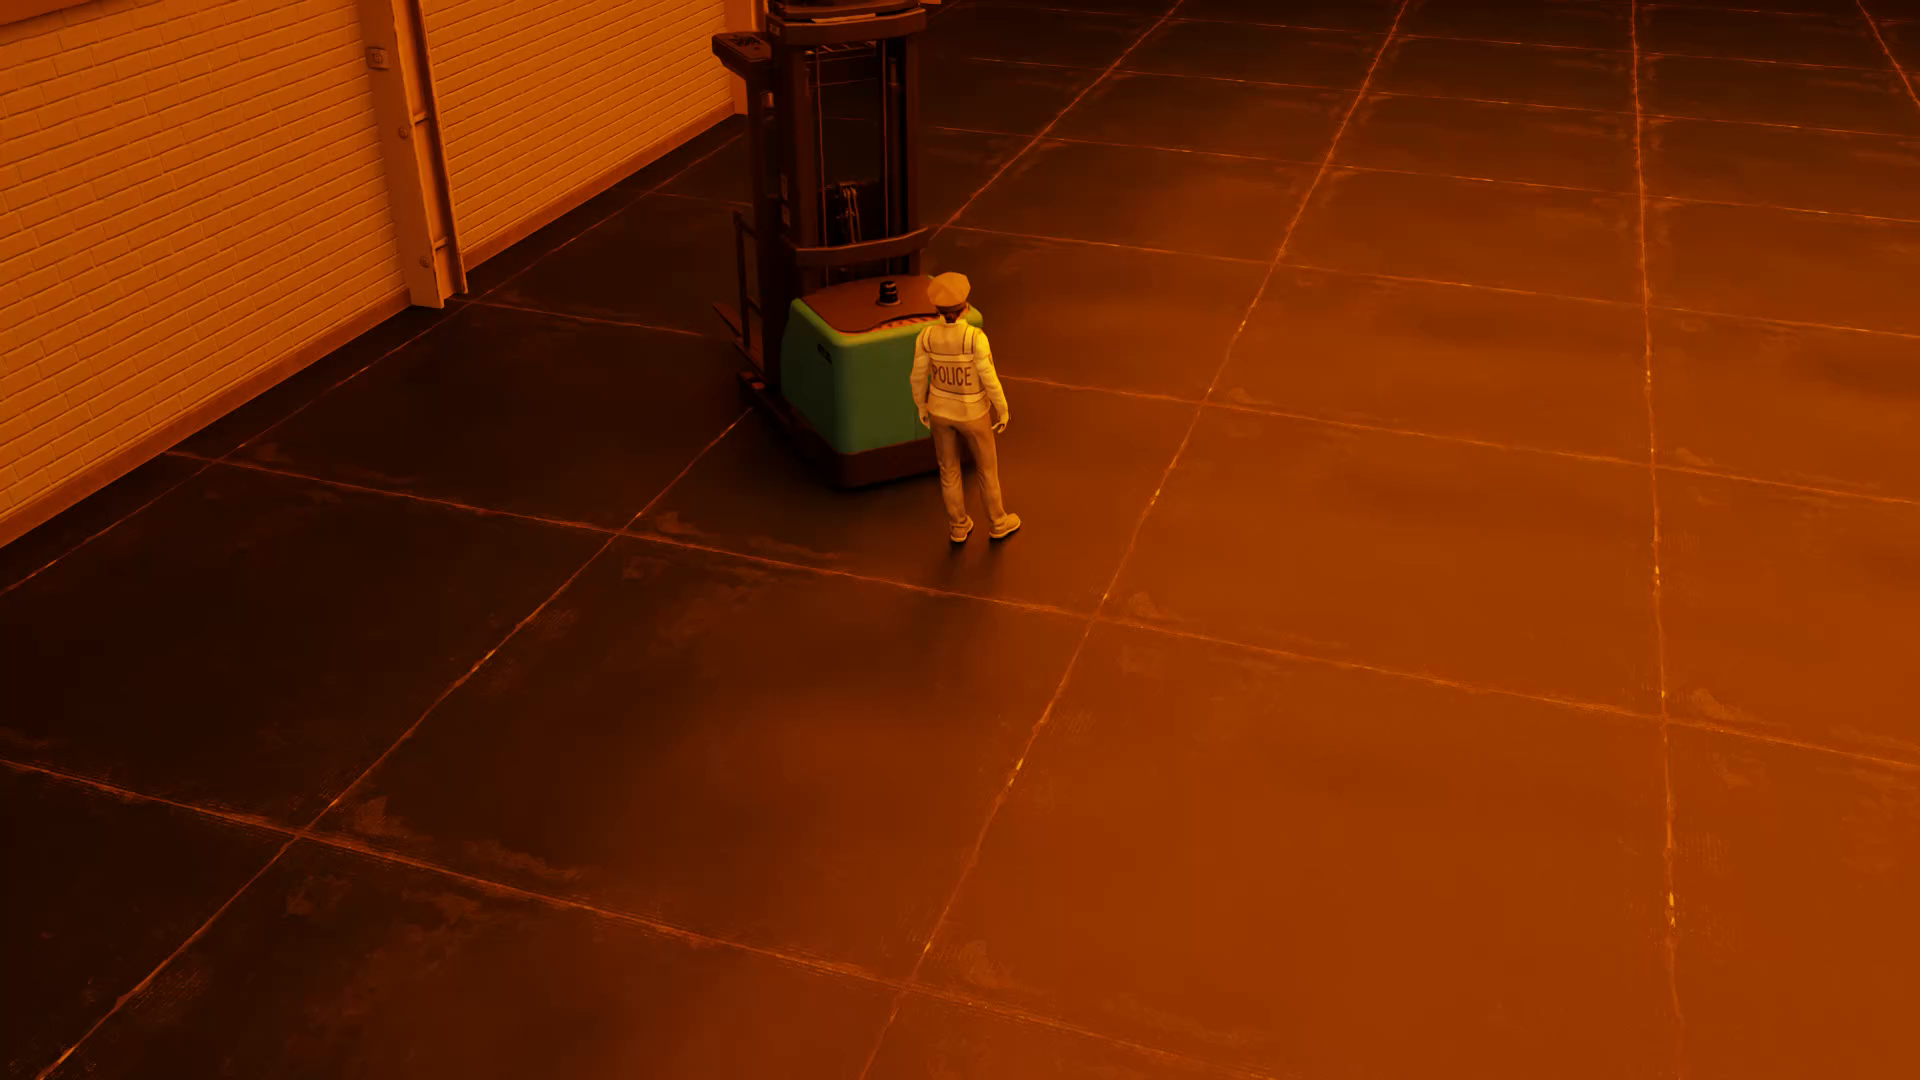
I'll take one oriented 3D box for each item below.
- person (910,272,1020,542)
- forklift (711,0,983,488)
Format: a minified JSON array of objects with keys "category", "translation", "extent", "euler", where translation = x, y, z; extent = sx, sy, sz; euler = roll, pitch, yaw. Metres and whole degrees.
[{"category":"person","translation":[0.027,-0.775,9.735],"extent":[0.595,1.692,0.517],"euler":[10,31,16]},{"category":"forklift","translation":[-0.943,-2.310,11.190],"extent":[1.130,2.935,3.031],"euler":[-14,32,-23]}]
